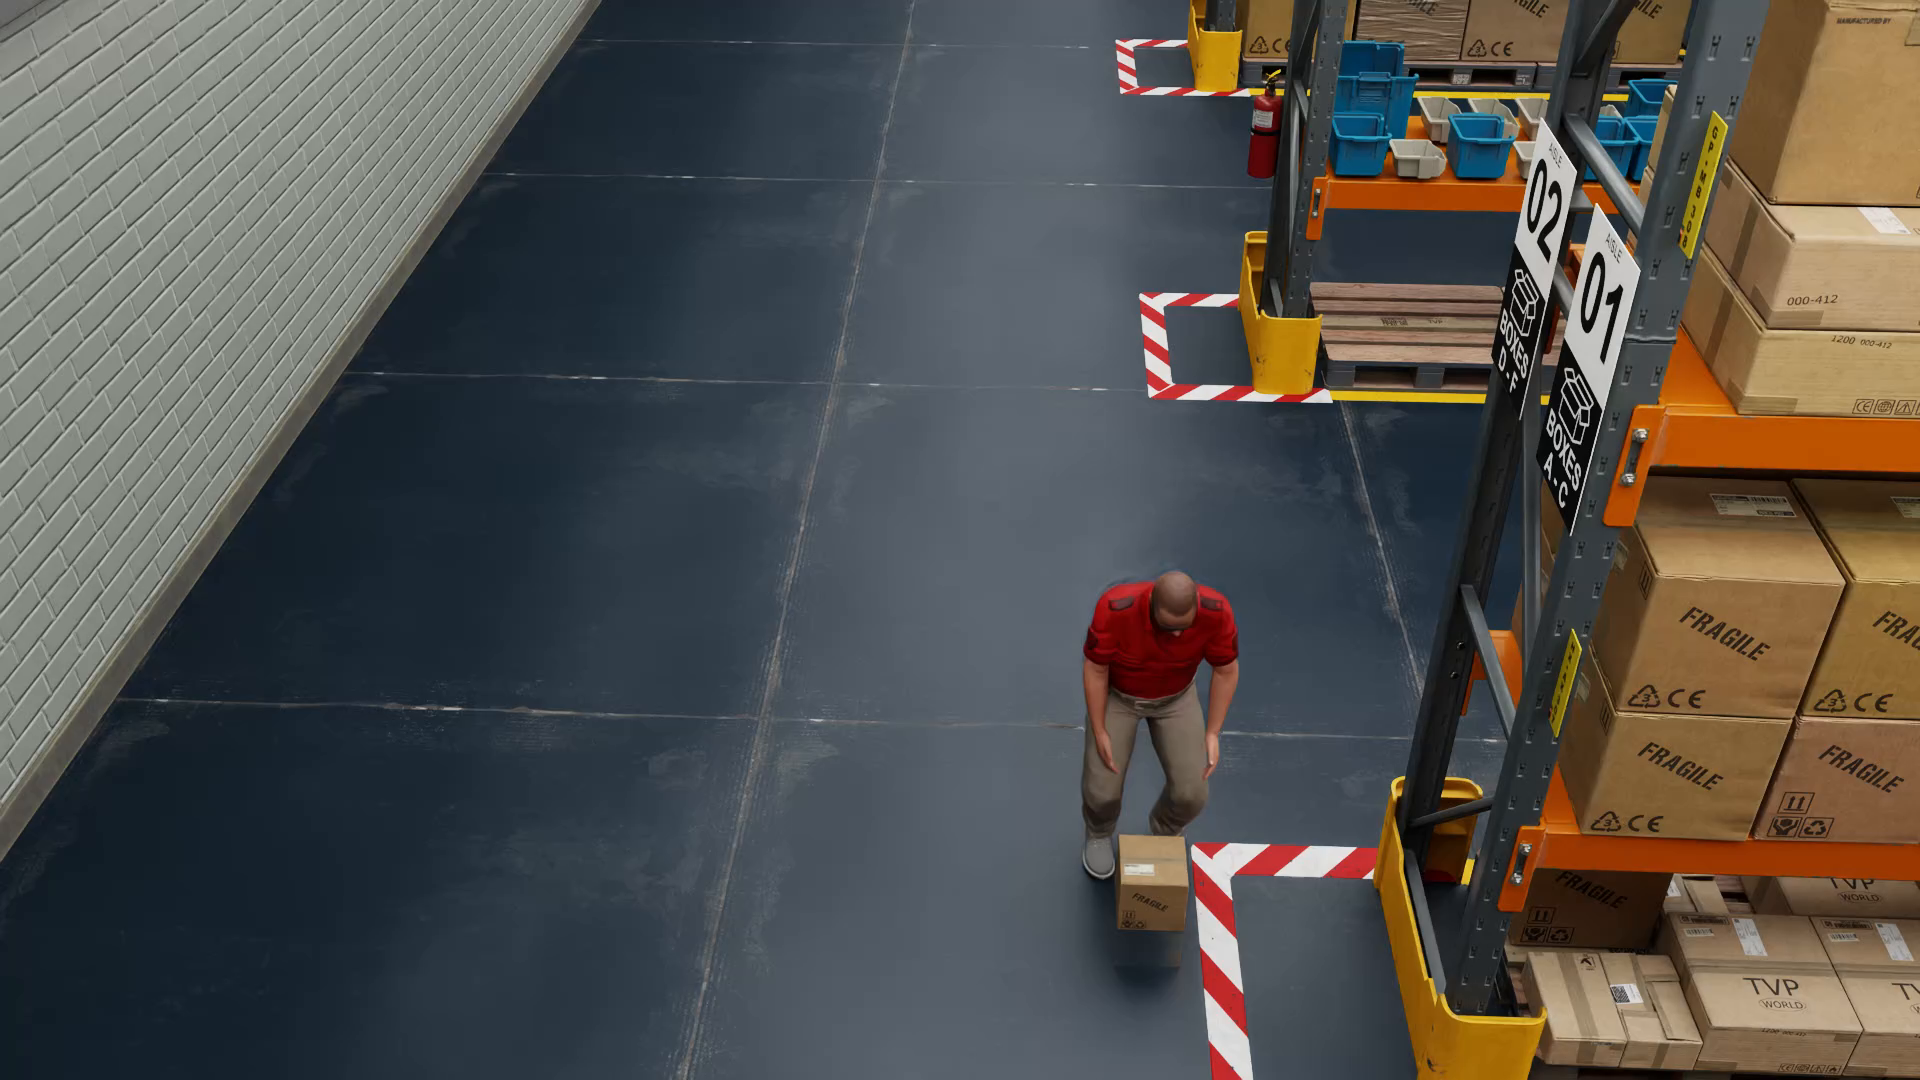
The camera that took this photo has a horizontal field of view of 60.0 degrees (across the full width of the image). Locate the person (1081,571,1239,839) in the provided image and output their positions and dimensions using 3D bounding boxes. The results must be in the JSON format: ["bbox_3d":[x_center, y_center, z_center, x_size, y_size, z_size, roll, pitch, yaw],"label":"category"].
[{"bbox_3d":[0.747,0.619,6.341,0.581,1.482,0.574,1,35,1],"label":"person"}]
